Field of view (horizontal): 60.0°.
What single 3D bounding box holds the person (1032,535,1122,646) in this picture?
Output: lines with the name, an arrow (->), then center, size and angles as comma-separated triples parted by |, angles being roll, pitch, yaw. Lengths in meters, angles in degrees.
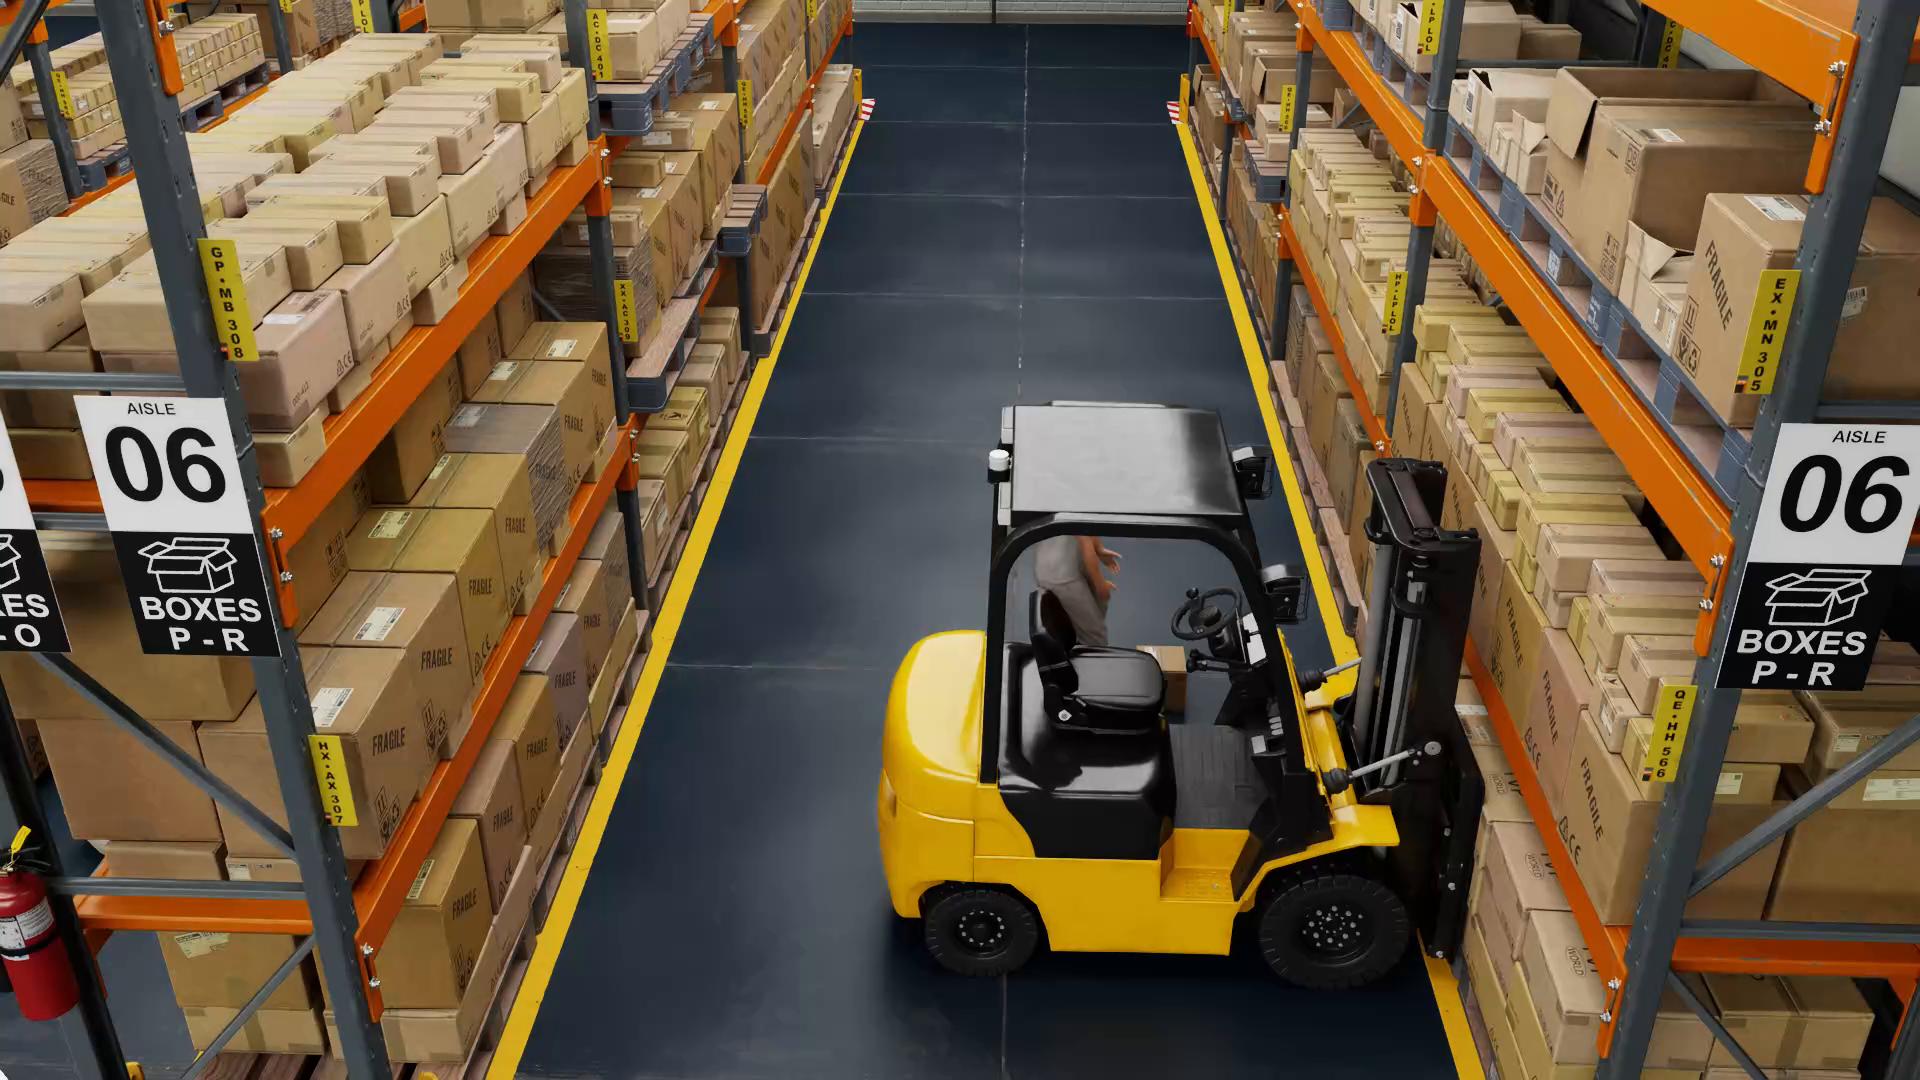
person -> 0.615, 0.139, 8.499 | 0.489, 1.556, 0.478 | 1, 28, 3
